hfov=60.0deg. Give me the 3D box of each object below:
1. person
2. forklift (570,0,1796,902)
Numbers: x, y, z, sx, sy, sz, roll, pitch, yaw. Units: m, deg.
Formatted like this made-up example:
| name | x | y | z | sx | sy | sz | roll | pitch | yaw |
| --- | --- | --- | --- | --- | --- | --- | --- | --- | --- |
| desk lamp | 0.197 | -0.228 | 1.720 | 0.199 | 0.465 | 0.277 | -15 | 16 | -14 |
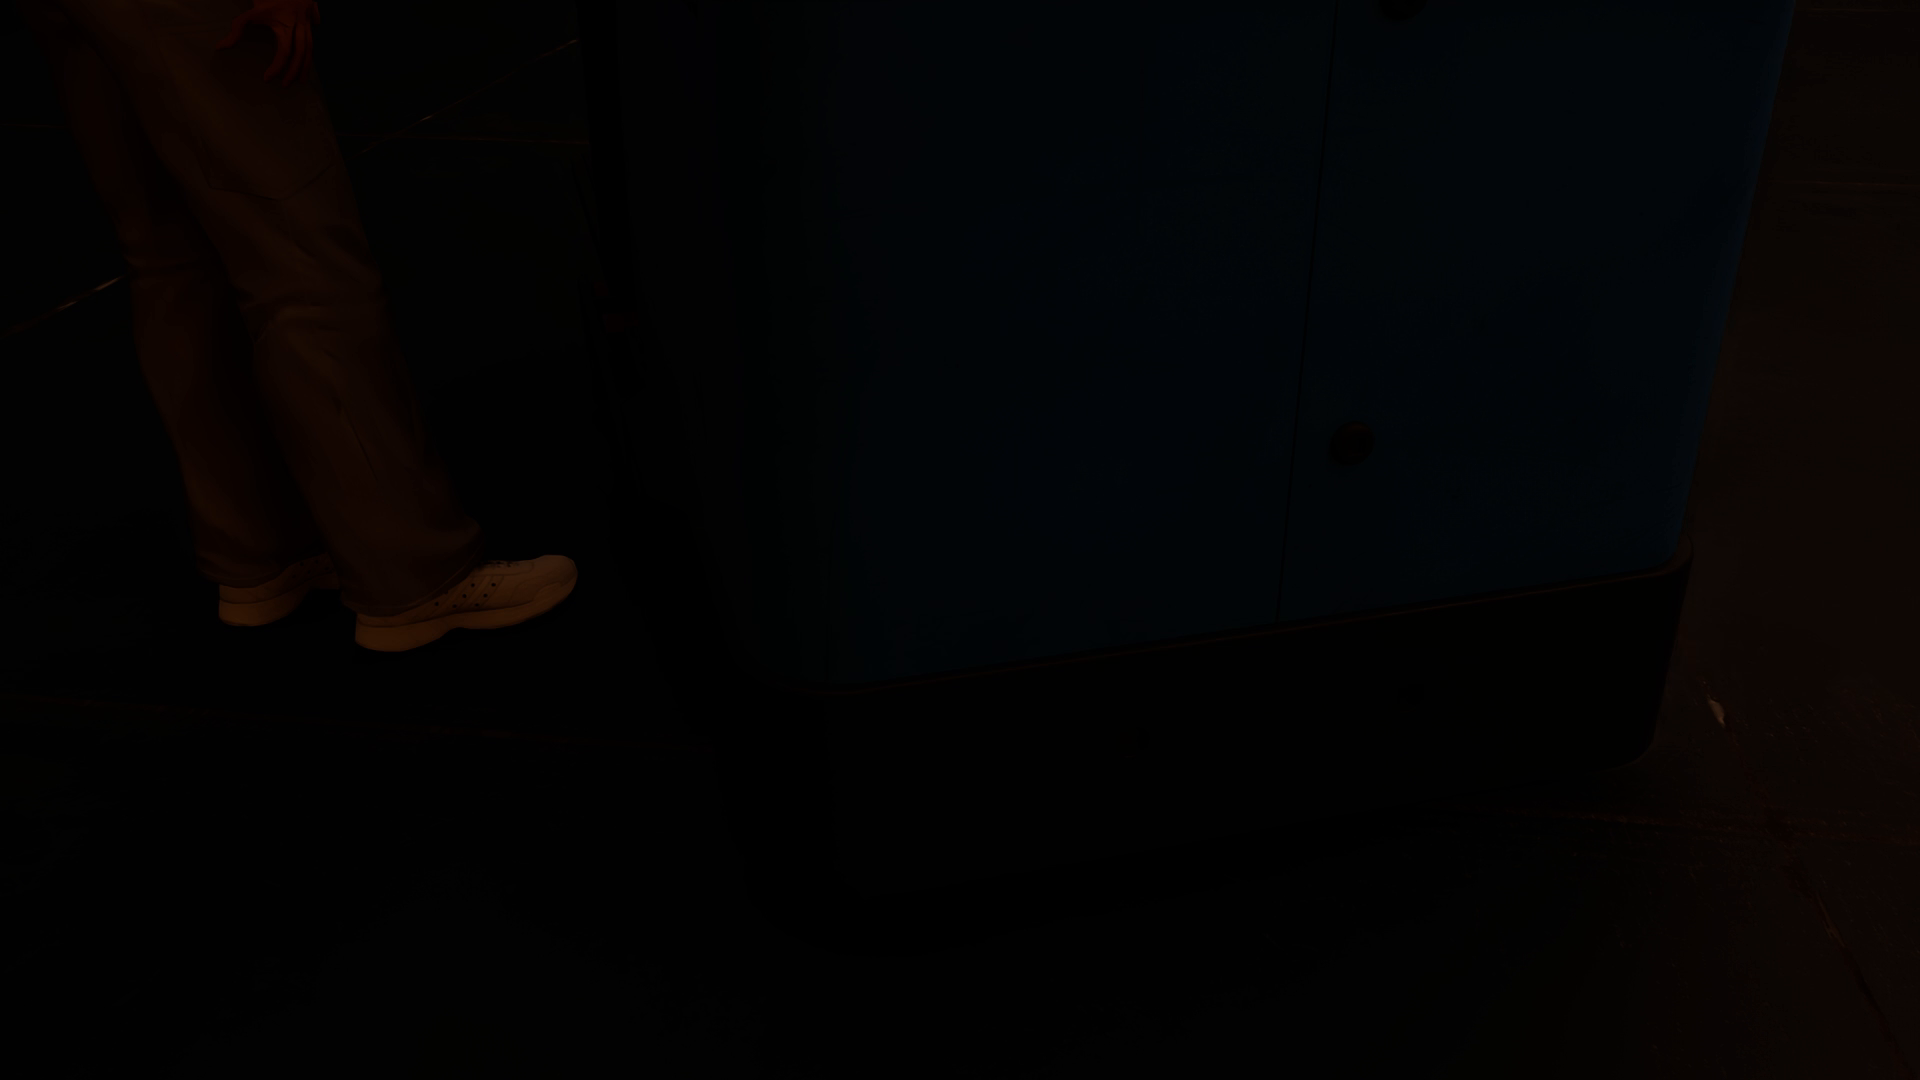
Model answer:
| name | x | y | z | sx | sy | sz | roll | pitch | yaw |
| --- | --- | --- | --- | --- | --- | --- | --- | --- | --- |
| person | -0.889 | -0.641 | 1.965 | 0.545 | 1.624 | 0.522 | 23 | 34 | 38 |
| forklift | -0.096 | -1.595 | 2.414 | 1.130 | 2.935 | 3.031 | -7 | 27 | -14 |
